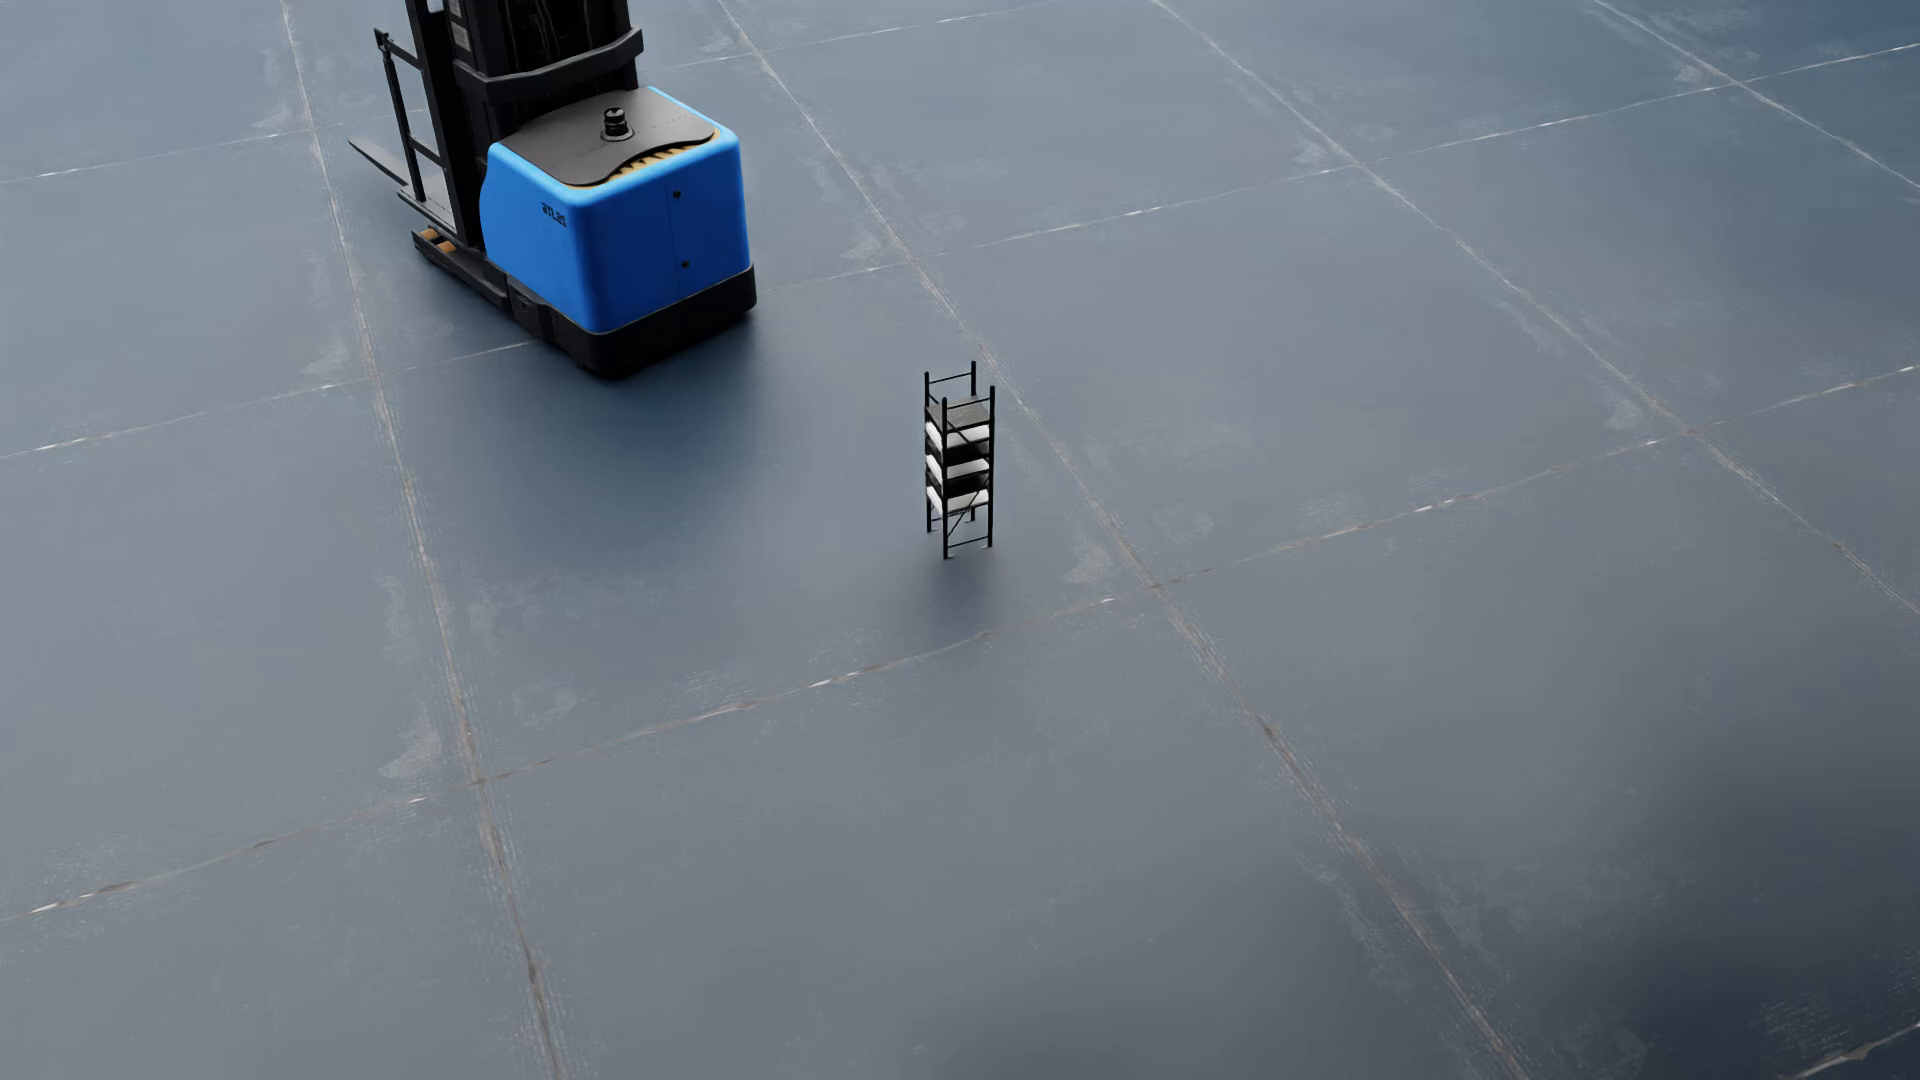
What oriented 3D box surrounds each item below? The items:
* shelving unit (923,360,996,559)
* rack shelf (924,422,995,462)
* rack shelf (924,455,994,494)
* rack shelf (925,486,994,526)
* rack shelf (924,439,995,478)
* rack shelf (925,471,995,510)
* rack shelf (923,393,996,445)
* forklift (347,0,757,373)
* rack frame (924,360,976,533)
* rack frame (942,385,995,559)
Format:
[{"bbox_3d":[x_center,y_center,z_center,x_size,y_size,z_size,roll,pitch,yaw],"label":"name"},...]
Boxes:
[{"bbox_3d":[-0.003,-0.346,7.381,0.258,0.900,0.210,-15,43,-17],"label":"shelving unit"},{"bbox_3d":[-0.003,-0.457,7.285,0.258,0.077,0.200,-15,43,-17],"label":"rack shelf"},{"bbox_3d":[-0.003,-0.321,7.403,0.258,0.077,0.200,-15,43,-17],"label":"rack shelf"},{"bbox_3d":[-0.003,-0.184,7.520,0.258,0.077,0.200,-15,43,-17],"label":"rack shelf"},{"bbox_3d":[-0.003,-0.389,7.344,0.258,0.077,0.200,-15,43,-17],"label":"rack shelf"},{"bbox_3d":[-0.003,-0.253,7.461,0.258,0.077,0.200,-15,43,-17],"label":"rack shelf"},{"bbox_3d":[-0.003,-0.526,7.227,0.258,0.077,0.200,-15,43,-17],"label":"rack shelf"},{"bbox_3d":[-2.481,-2.839,8.722,1.130,2.935,3.031,-31,50,-31],"label":"forklift"},{"bbox_3d":[-0.042,-0.407,7.452,0.240,0.900,0.006,-15,43,-17],"label":"rack frame"},{"bbox_3d":[0.036,-0.285,7.310,0.240,0.900,0.006,-15,43,-17],"label":"rack frame"}]
